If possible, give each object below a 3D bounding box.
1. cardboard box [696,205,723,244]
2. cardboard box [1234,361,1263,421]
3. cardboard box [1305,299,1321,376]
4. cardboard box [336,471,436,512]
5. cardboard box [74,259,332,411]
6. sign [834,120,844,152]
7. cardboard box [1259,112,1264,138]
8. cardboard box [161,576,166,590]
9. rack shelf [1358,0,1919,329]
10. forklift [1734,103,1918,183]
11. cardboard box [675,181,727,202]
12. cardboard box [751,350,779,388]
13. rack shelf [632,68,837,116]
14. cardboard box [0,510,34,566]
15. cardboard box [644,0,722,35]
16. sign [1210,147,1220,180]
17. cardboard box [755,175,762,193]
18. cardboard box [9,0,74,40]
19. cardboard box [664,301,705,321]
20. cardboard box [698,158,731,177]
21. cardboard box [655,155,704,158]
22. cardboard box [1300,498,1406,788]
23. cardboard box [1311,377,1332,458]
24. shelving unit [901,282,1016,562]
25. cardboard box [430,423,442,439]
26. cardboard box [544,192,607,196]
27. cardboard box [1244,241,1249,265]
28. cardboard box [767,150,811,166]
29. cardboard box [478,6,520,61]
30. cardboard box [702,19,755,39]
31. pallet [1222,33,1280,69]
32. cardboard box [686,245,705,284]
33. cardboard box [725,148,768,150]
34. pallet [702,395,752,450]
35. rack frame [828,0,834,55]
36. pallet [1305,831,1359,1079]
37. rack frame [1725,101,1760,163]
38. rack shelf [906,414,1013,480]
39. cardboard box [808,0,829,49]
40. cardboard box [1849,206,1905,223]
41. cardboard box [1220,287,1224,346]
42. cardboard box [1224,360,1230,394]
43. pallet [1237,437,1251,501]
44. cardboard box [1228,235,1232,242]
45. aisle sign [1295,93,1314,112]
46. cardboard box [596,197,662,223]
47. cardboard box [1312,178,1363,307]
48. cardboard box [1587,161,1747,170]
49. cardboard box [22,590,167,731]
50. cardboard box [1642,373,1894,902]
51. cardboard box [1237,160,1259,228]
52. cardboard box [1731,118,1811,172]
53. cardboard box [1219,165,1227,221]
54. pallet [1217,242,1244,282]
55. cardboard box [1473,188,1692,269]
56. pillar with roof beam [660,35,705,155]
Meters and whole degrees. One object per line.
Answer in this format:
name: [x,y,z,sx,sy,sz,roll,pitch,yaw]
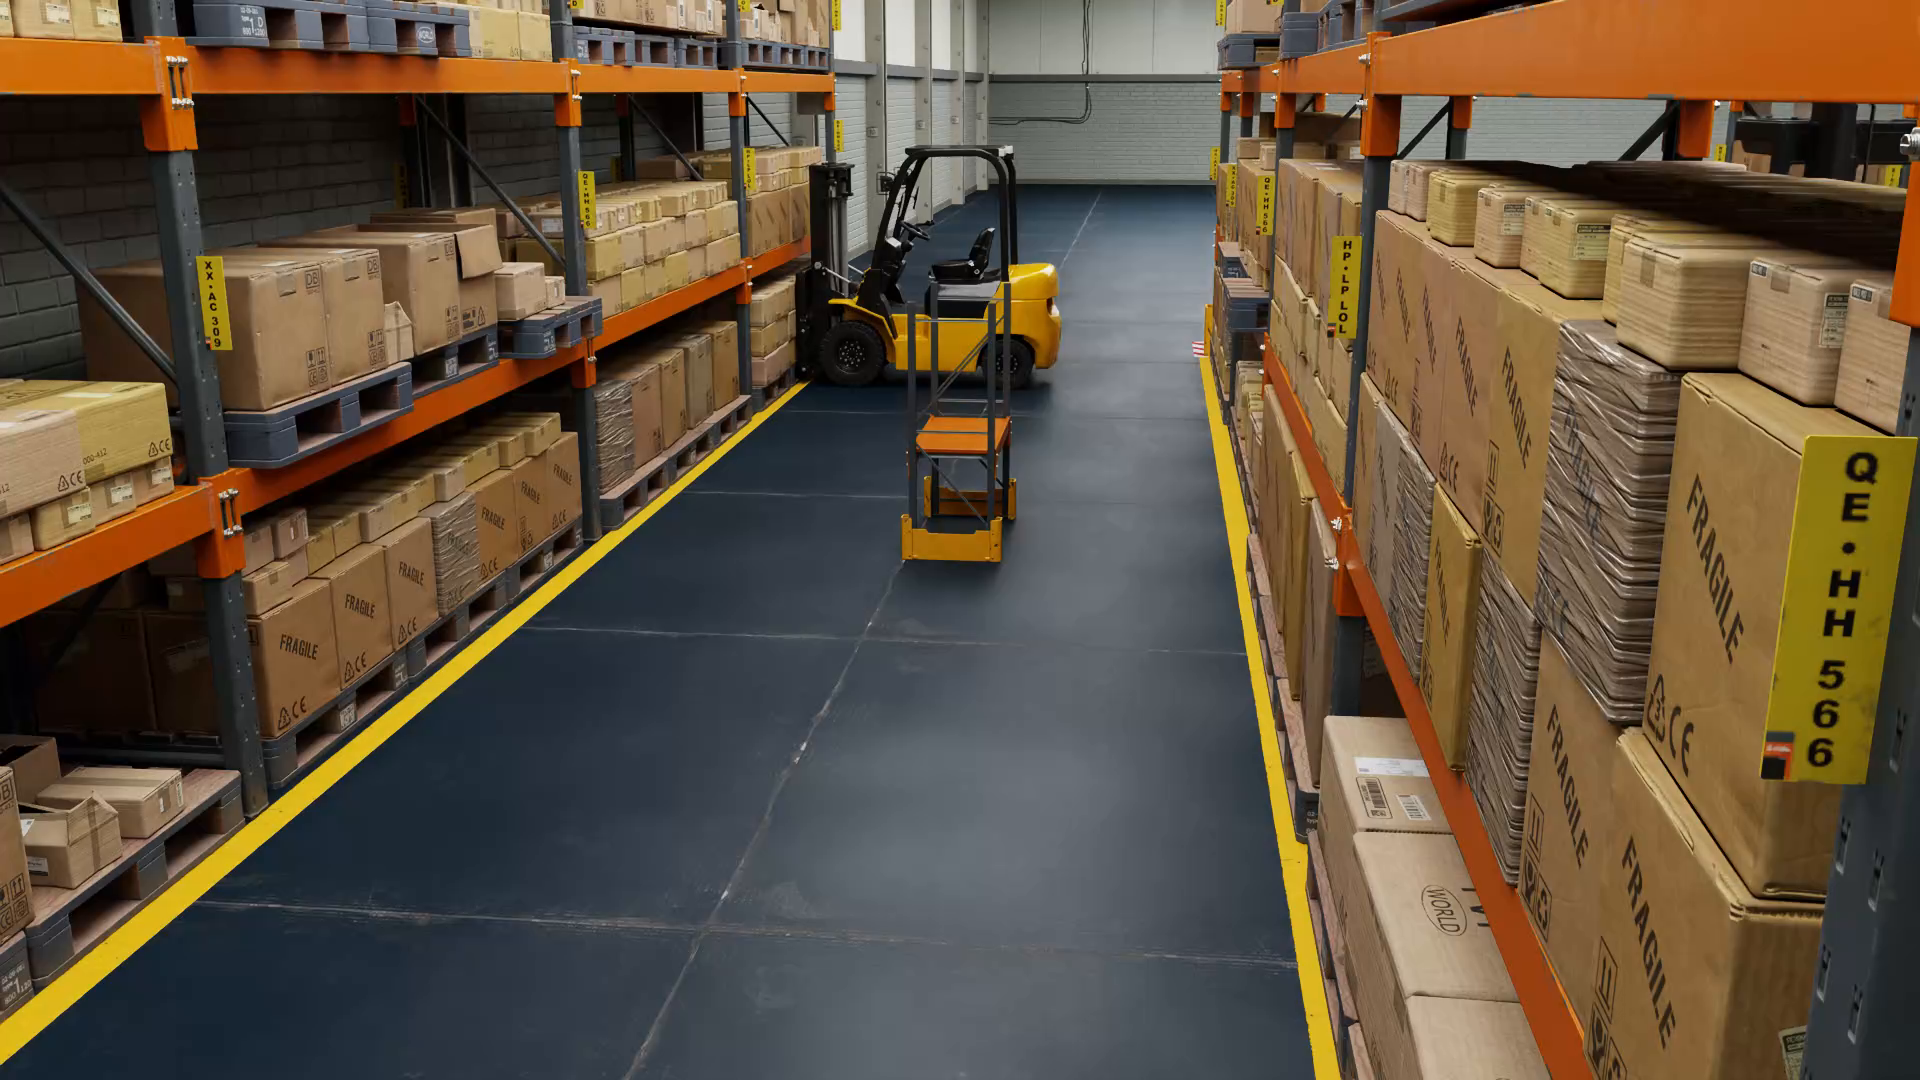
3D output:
cardboard box: [-2.101,-2.398,12.615,0.500,0.250,0.500,1,15,5]
cardboard box: [2.627,-1.151,12.901,0.950,0.372,0.625,2,15,7]
cardboard box: [1.691,-0.833,6.824,0.500,0.250,0.500,2,15,8]
cardboard box: [-2.760,-0.229,8.003,0.380,0.149,0.250,2,15,6]
cardboard box: [-2.875,-0.793,6.352,0.700,0.500,0.500,2,15,8]
sign: [-1.260,-4.189,17.236,0.100,0.325,0.005,2,15,6]
cardboard box: [3.294,-3.926,16.257,0.700,0.500,0.500,1,15,5]
cardboard box: [-3.372,0.095,6.804,0.380,0.149,0.250,2,15,6]
rack shelf: [1.555,-0.860,3.227,1.077,0.370,4.000,2,15,6]
forklift: [4.834,-1.235,9.113,1.130,2.935,3.031,2,15,7]
cardboard box: [-2.067,-2.764,13.204,0.380,0.149,0.250,2,15,8]
cardboard box: [-1.865,-1.489,14.385,0.500,0.250,0.500,2,15,7]
rack shelf: [-2.023,-4.117,15.274,1.077,0.370,4.000,2,15,6]
cardboard box: [-3.006,-0.008,4.927,0.380,0.149,0.250,2,15,8]
cardboard box: [-2.088,-3.959,12.485,0.500,0.311,0.500,1,15,4]
sign: [2.596,-3.824,16.899,0.100,0.325,0.005,2,15,6]
cardboard box: [-1.922,-3.070,14.334,0.380,0.149,0.250,2,15,6]
cardboard box: [-2.929,-1.584,5.010,0.380,0.149,0.250,2,15,6]
cardboard box: [-2.385,-1.989,14.320,0.500,0.250,0.500,2,15,7]
cardboard box: [-1.996,-3.148,14.053,0.380,0.149,0.250,2,15,7]
cardboard box: [-2.461,-3.294,14.594,0.380,0.149,0.250,1,15,5]
cardboard box: [1.771,0.382,6.269,0.875,0.875,0.875,2,15,8]
cardboard box: [1.640,-0.461,6.409,0.500,0.250,0.500,1,15,5]
shelving unit: [0.009,-0.744,10.039,0.587,1.500,1.083,2,15,6]
cardboard box: [-3.125,-0.576,9.285,0.380,0.149,0.250,2,15,8]
cardboard box: [-2.720,-2.380,11.785,0.380,0.149,0.250,2,15,7]
cardboard box: [2.133,-1.963,11.351,0.380,0.149,0.250,2,15,8]
cardboard box: [-1.649,-3.674,16.000,0.380,0.149,0.250,2,15,8]
cardboard box: [-2.573,-2.565,8.444,0.500,0.250,0.500,2,15,6]
cardboard box: [-1.896,-4.183,13.624,0.380,0.149,0.250,2,15,7]
pallet: [2.394,-3.284,11.174,1.213,0.211,1.003,2,15,6]
cardboard box: [-2.183,-2.029,12.205,0.500,0.250,0.500,2,15,7]
cardboard box: [-2.126,-3.824,16.553,0.380,0.149,0.250,2,15,7]
pallet: [-2.293,-0.960,13.306,1.003,0.211,1.213,2,15,6]
rack frame: [-1.797,-6.431,16.707,1.000,3.000,0.127,2,15,6]
pallet: [1.617,1.263,5.086,1.003,0.211,1.213,2,15,6]
rack frame: [8.065,-3.271,16.511,1.000,3.000,0.127,2,15,6]
rack shelf: [0.010,-0.572,10.095,0.538,0.185,1.000,2,15,6]
cardboard box: [-1.605,-5.161,16.566,0.500,0.500,0.500,2,15,8]
cardboard box: [1.806,-0.504,2.931,0.380,0.149,0.250,2,15,7]
cardboard box: [2.596,-2.016,14.897,0.500,0.500,0.500,3,15,9]
cardboard box: [2.483,-1.389,14.017,0.500,0.250,0.500,2,15,9]
pallet: [2.462,-0.487,11.560,1.003,0.211,1.213,2,15,6]
cardboard box: [2.528,-2.587,14.465,0.380,0.149,0.250,1,15,5]
aisle sign: [3.430,-4.653,16.641,0.394,0.787,0.004,2,15,6]
cardboard box: [-2.236,-2.231,11.232,0.380,0.149,0.250,2,15,7]
cardboard box: [1.710,-1.197,6.736,0.500,0.500,0.500,2,15,8]
cardboard box: [2.062,-1.033,4.885,0.380,0.149,0.250,1,15,5]
cardboard box: [-3.390,0.445,6.755,0.500,0.500,0.500,2,15,6]
cardboard box: [1.147,0.097,1.951,0.500,0.500,0.500,2,15,8]
cardboard box: [2.290,-2.504,12.111,0.500,0.500,0.500,2,15,6]
cardboard box: [7.984,-3.769,15.998,0.875,0.550,0.550,2,15,6]
cardboard box: [2.751,-3.333,15.980,0.500,0.500,0.500,2,15,8]
pallet: [2.453,-2.066,12.424,1.003,0.211,1.213,2,15,6]
cardboard box: [1.297,-0.653,3.481,0.380,0.149,0.250,2,15,6]
pillar with roof beam: [1.506,-6.151,15.668,9.100,9.000,0.400,2,15,6]
